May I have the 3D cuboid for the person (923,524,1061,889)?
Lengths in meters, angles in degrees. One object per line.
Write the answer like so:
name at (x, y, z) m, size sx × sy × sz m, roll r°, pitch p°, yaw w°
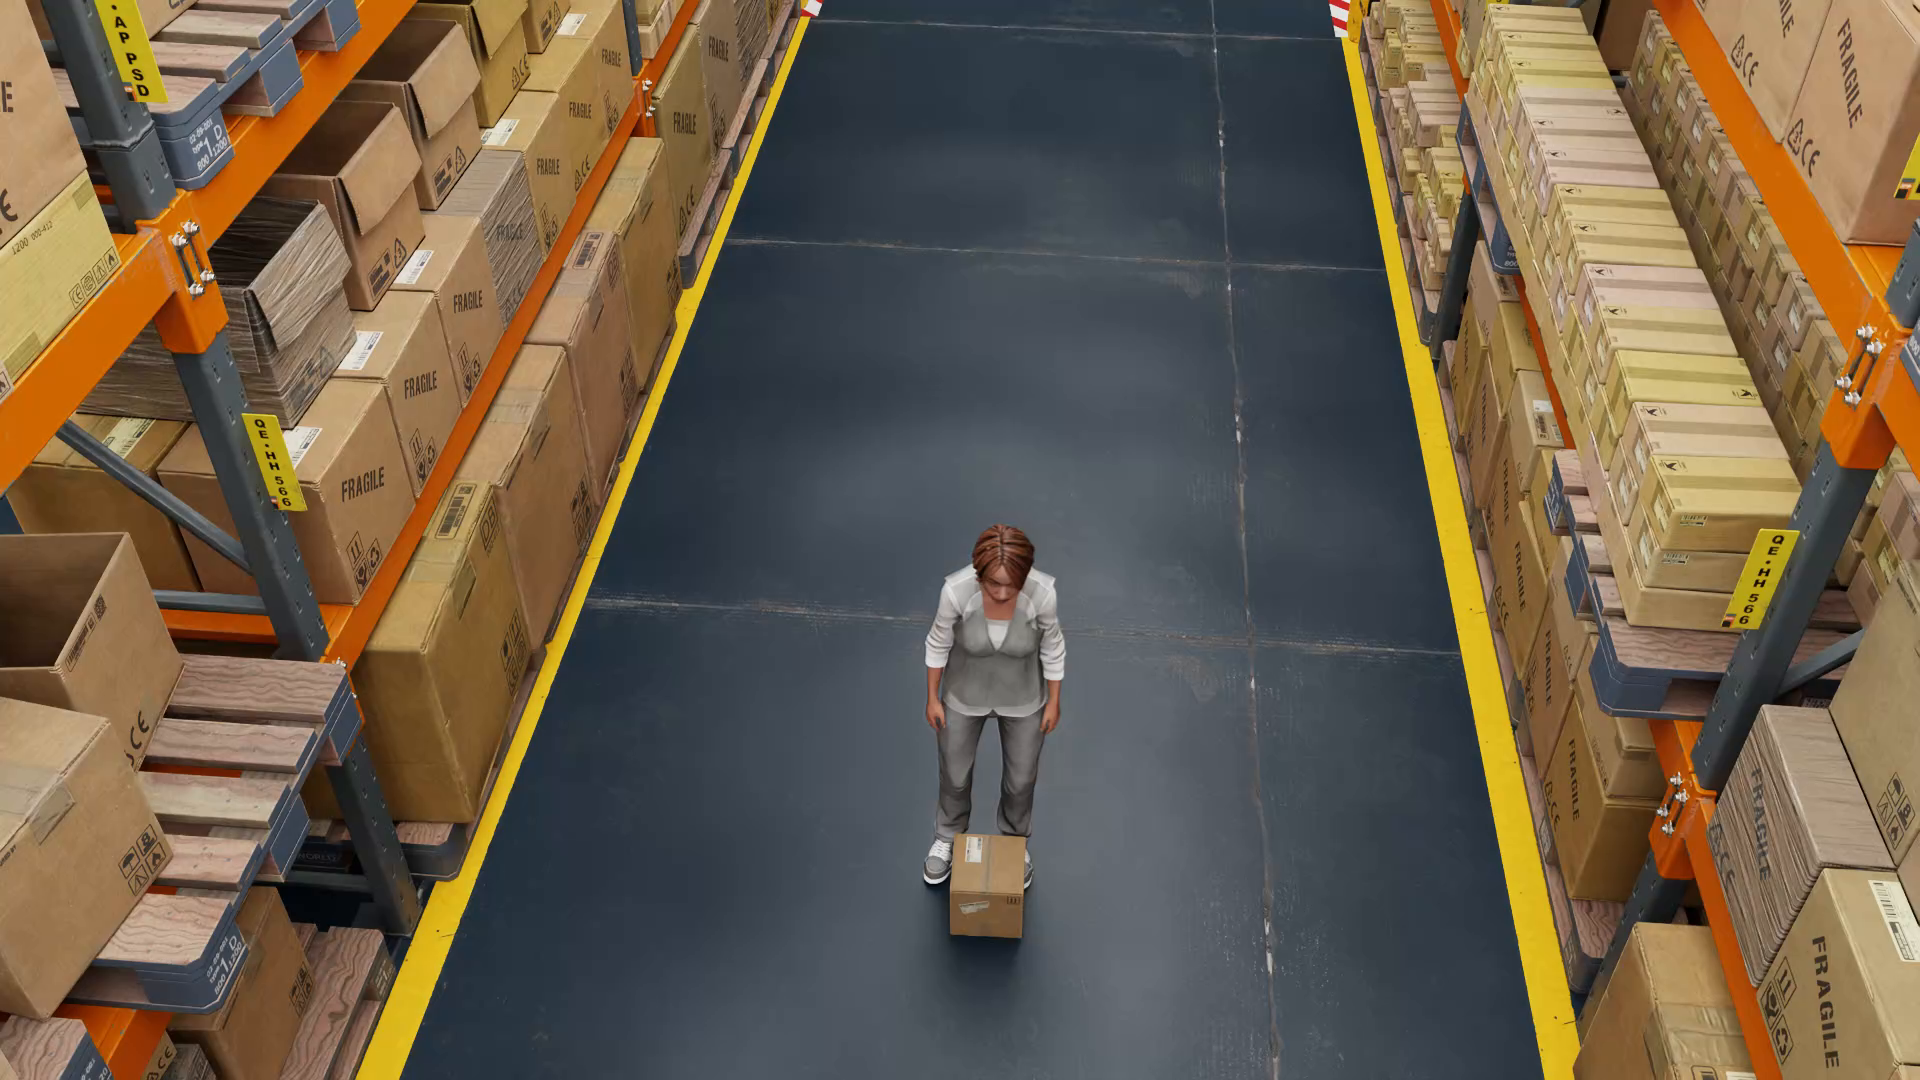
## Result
person at (0.104, 0.541, 5.537) m, size 0.465 × 1.590 × 0.346 m, roll 1°, pitch 41°, yaw 2°
